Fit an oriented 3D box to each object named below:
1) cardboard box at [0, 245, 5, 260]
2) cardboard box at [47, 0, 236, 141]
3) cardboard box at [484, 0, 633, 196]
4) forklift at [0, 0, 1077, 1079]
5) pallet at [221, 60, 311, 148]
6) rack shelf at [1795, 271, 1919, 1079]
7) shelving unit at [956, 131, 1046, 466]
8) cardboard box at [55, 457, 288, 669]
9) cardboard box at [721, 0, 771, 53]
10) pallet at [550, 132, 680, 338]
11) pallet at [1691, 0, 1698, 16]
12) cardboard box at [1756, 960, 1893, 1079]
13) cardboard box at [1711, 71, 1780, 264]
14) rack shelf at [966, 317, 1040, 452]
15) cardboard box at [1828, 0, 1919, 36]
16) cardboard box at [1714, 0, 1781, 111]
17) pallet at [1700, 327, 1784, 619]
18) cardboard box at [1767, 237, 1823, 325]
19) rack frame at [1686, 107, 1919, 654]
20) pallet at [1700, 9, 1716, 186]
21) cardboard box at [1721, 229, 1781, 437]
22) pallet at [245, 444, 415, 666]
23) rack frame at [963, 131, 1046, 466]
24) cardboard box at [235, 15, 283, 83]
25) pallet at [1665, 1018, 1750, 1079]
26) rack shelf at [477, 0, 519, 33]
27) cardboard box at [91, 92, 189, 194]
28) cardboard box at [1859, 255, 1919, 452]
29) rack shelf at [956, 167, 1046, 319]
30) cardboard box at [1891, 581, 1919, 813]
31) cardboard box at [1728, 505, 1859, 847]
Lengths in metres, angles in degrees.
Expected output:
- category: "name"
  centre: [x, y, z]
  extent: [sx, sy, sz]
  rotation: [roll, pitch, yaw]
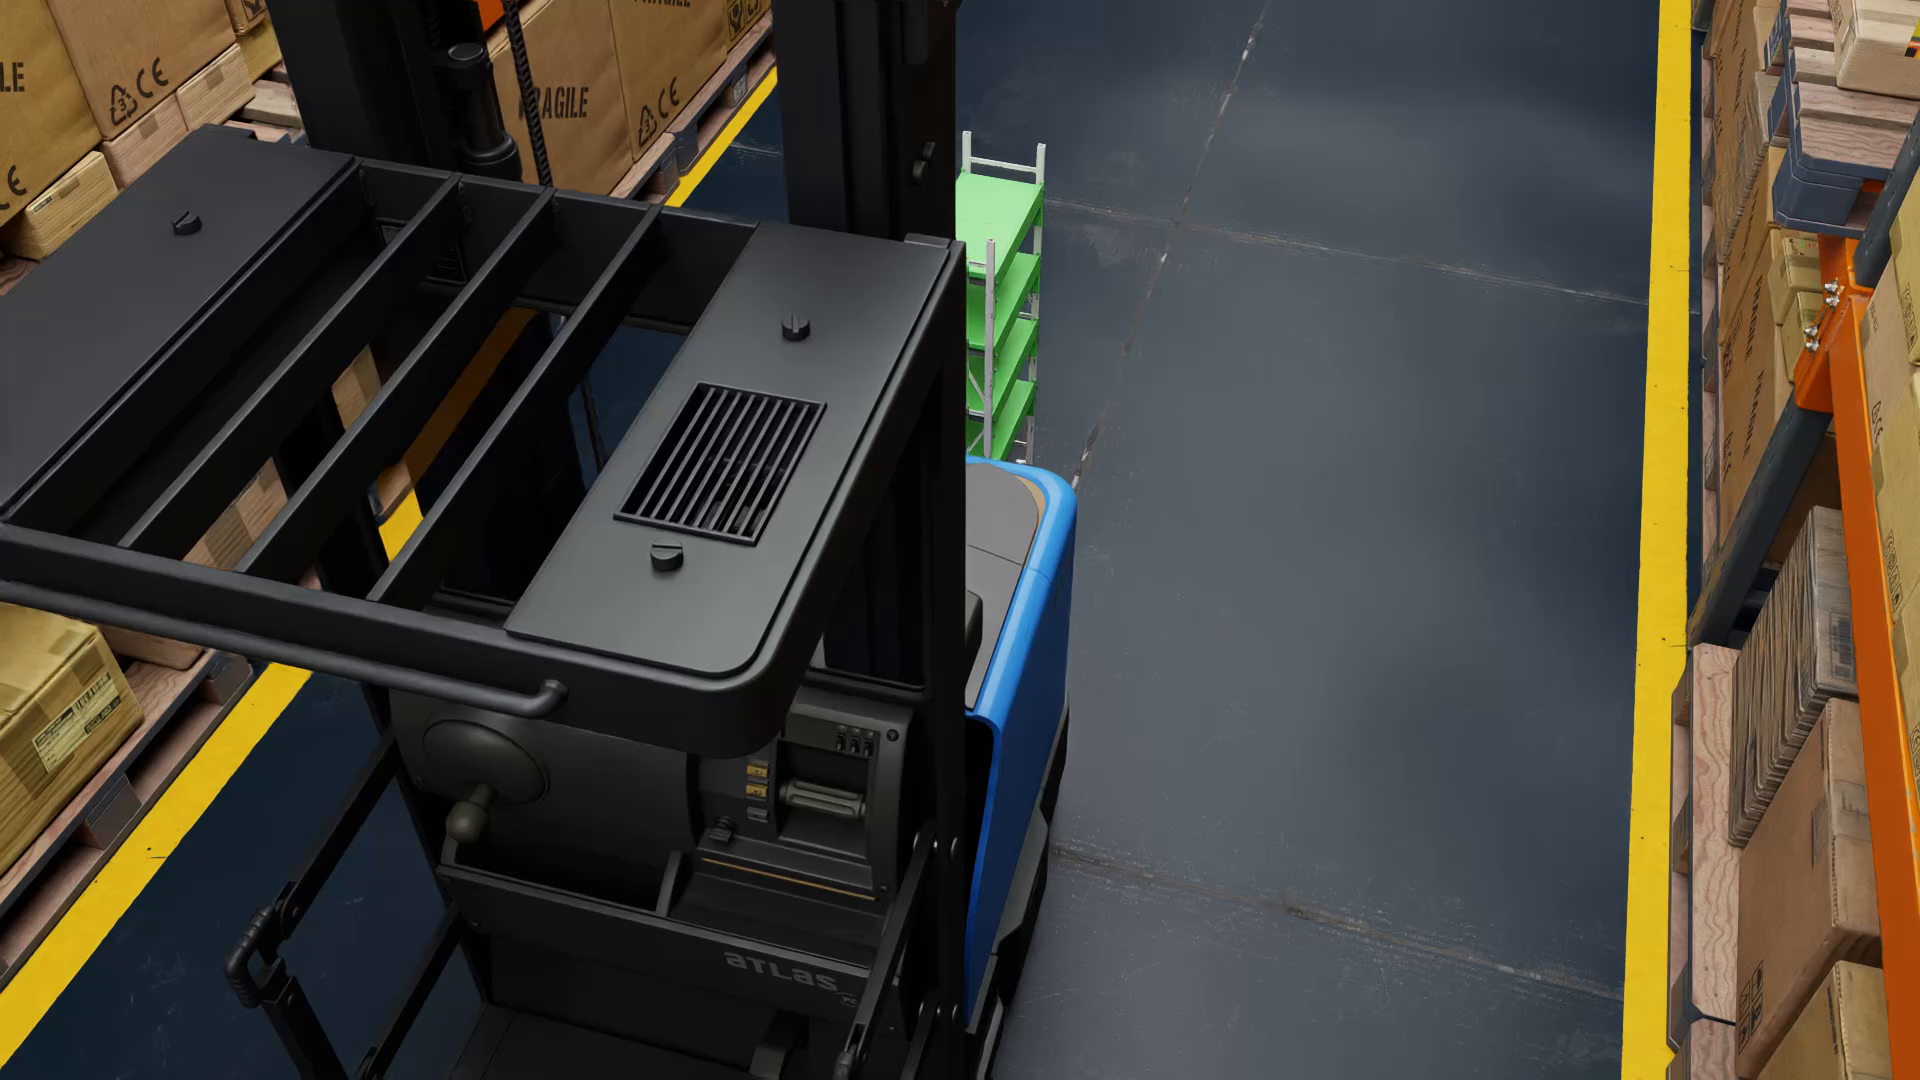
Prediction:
- category: "cardboard box"
  centre: [-2.363, -0.650, 3.649]
  extent: [0.380, 0.149, 0.250]
  rotation: [13, 46, 13]
- category: "cardboard box"
  centre: [-2.111, -1.306, 3.856]
  extent: [0.500, 0.500, 0.500]
  rotation: [12, 46, 12]
- category: "cardboard box"
  centre: [-1.803, -1.556, 5.915]
  extent: [0.875, 0.875, 0.875]
  rotation: [12, 46, 12]
- category: "forklift"
  centre: [-0.594, 0.469, 2.676]
  extent: [1.130, 2.935, 3.031]
  rotation: [11, 45, 11]
- category: "pallet"
  centre: [-2.206, -1.157, 4.425]
  extent: [1.213, 0.211, 1.003]
  rotation: [13, 46, 13]
- category: "rack shelf"
  centre: [2.034, 0.916, 2.683]
  extent: [1.077, 0.370, 4.000]
  rotation: [13, 46, 13]
- category: "shelving unit"
  centre: [0.050, -0.539, 4.943]
  extent: [0.258, 1.200, 0.503]
  rotation: [13, 46, 13]
- category: "cardboard box"
  centre: [-2.488, -0.066, 4.751]
  extent: [0.950, 0.372, 0.625]
  rotation: [12, 46, 12]
- category: "cardboard box"
  centre: [-1.258, -2.746, 7.130]
  extent: [0.875, 0.875, 0.875]
  rotation: [14, 46, 14]
- category: "pallet"
  centre: [-1.781, -1.236, 6.362]
  extent: [1.003, 0.211, 1.213]
  rotation: [13, 46, 13]
- category: "pallet"
  centre: [4.060, -2.801, 7.962]
  extent: [1.003, 0.211, 1.213]
  rotation: [13, 46, 13]
- category: "cardboard box"
  centre: [2.044, 1.323, 3.150]
  extent: [0.875, 0.625, 0.625]
  rotation: [11, 45, 11]
- category: "cardboard box"
  centre: [3.020, -1.289, 5.910]
  extent: [0.500, 0.500, 0.500]
  rotation: [11, 45, 11]
- category: "rack shelf"
  centre: [0.050, -0.494, 4.988]
  extent: [0.258, 0.148, 0.480]
  rotation: [13, 46, 13]
- category: "cardboard box"
  centre: [2.651, -1.542, 4.488]
  extent: [0.500, 0.250, 0.500]
  rotation: [11, 45, 11]
- category: "cardboard box"
  centre: [3.338, -1.965, 6.601]
  extent: [0.500, 0.500, 0.500]
  rotation: [12, 46, 12]
- category: "pallet"
  centre: [2.902, -0.167, 5.270]
  extent: [1.003, 0.211, 1.213]
  rotation: [13, 46, 13]
- category: "cardboard box"
  centre: [2.601, -0.734, 4.879]
  extent: [0.380, 0.149, 0.250]
  rotation: [10, 45, 10]
- category: "rack frame"
  centre: [2.640, -0.674, 3.794]
  extent: [1.000, 3.000, 0.127]
  rotation: [13, 46, 13]
- category: "pallet"
  centre: [3.641, -1.793, 6.932]
  extent: [1.003, 0.211, 1.213]
  rotation: [13, 46, 13]
- category: "cardboard box"
  centre: [2.725, -0.590, 5.195]
  extent: [0.500, 0.500, 0.500]
  rotation: [12, 46, 12]
- category: "pallet"
  centre: [-2.330, -0.206, 5.309]
  extent: [1.003, 0.211, 1.213]
  rotation: [13, 46, 13]
- category: "rack frame"
  centre: [0.124, -0.702, 5.109]
  extent: [0.240, 1.200, 0.015]
  rotation: [13, 46, 13]
- category: "cardboard box"
  centre: [-1.979, -1.321, 4.334]
  extent: [0.380, 0.149, 0.250]
  rotation: [13, 46, 13]
- category: "pallet"
  centre: [1.982, 1.674, 3.389]
  extent: [1.003, 0.211, 1.213]
  rotation: [13, 46, 13]
- category: "rack shelf"
  centre: [-1.486, -2.799, 6.480]
  extent: [1.077, 0.370, 4.000]
  rotation: [13, 46, 13]
- category: "cardboard box"
  centre: [-2.097, -0.977, 3.983]
  extent: [0.380, 0.149, 0.250]
  rotation: [11, 45, 11]
- category: "cardboard box"
  centre: [2.273, -0.376, 3.597]
  extent: [0.500, 0.250, 0.500]
  rotation: [13, 46, 13]
- category: "rack shelf"
  centre: [0.050, -0.837, 4.652]
  extent: [0.258, 0.148, 0.480]
  rotation: [13, 46, 13]
- category: "cardboard box"
  centre: [1.966, 0.303, 2.903]
  extent: [0.500, 0.250, 0.500]
  rotation: [11, 45, 11]
- category: "cardboard box"
  centre: [2.438, 0.437, 4.056]
  extent: [0.875, 0.625, 0.625]
  rotation: [14, 46, 14]
